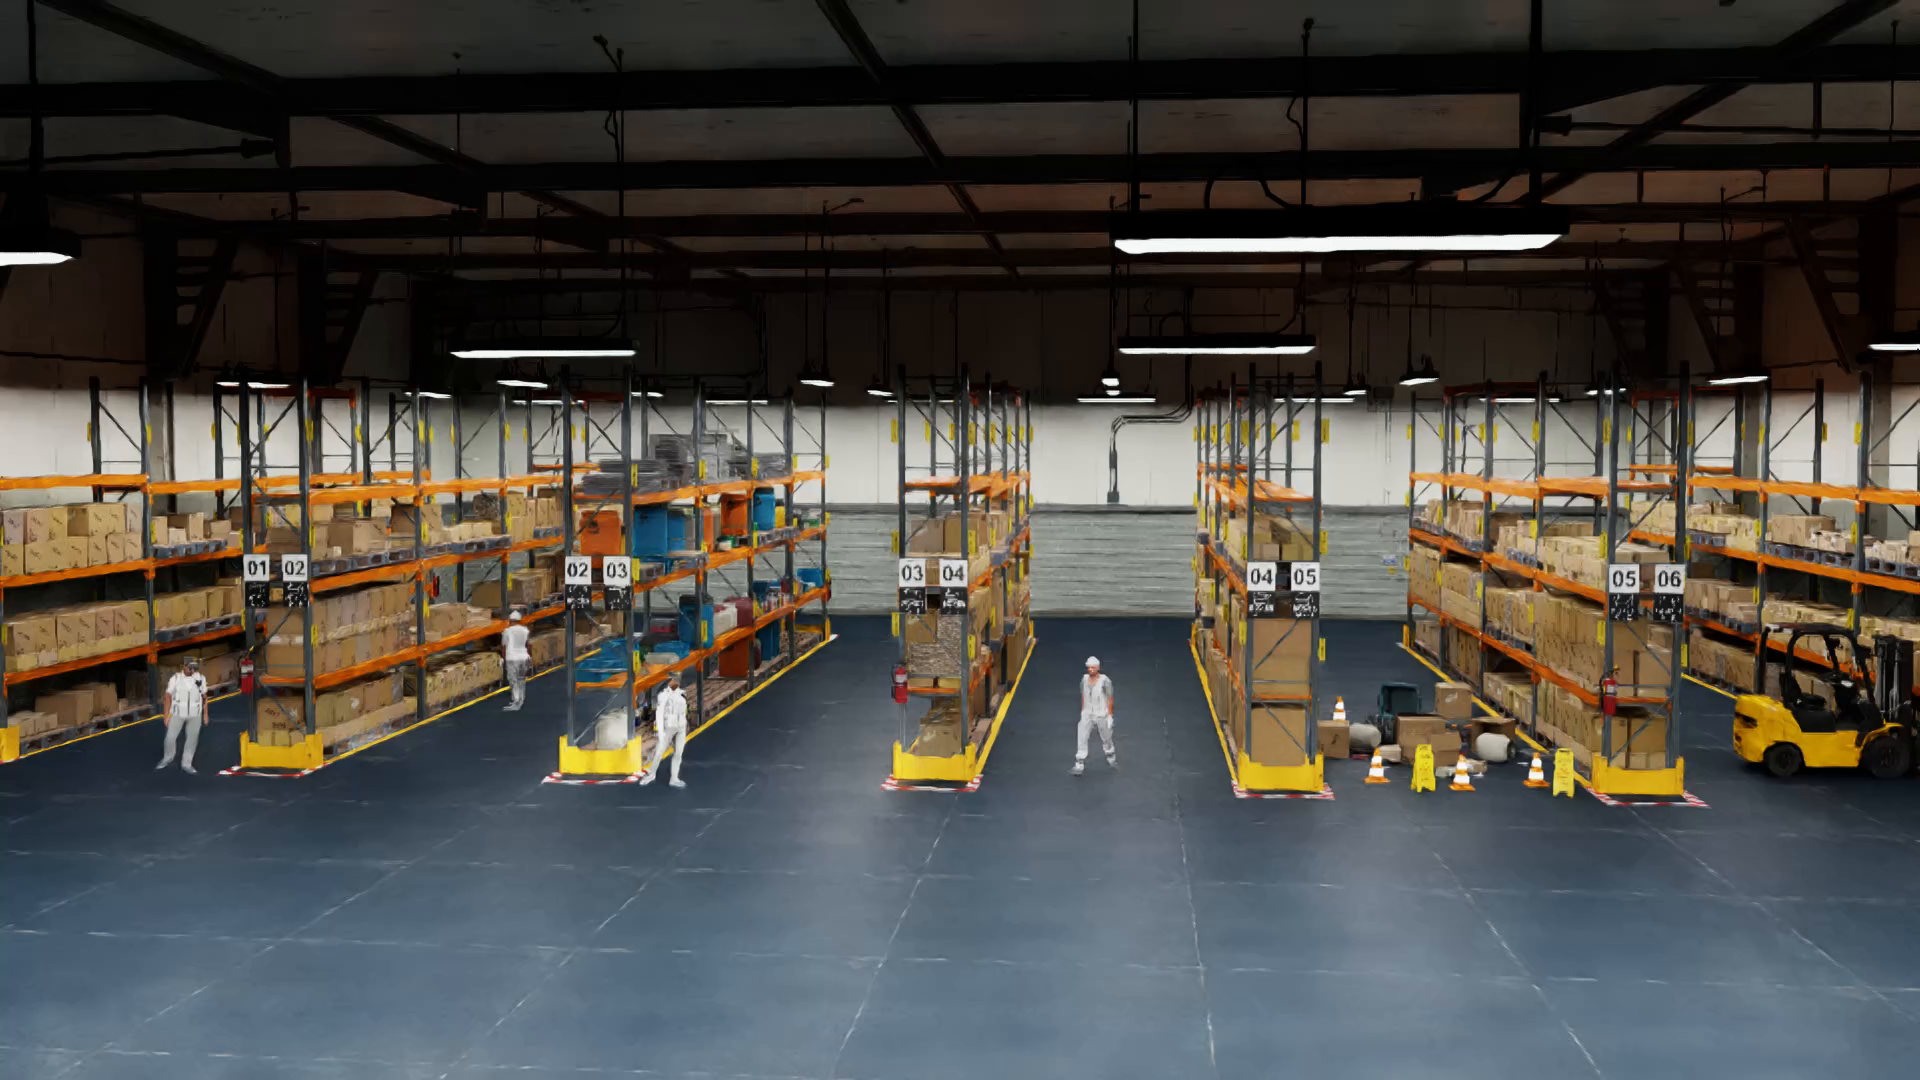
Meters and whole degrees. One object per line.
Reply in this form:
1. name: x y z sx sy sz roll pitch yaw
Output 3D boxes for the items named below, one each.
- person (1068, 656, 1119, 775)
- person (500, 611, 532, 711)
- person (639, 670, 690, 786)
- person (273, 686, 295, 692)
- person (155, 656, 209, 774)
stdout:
1. person: 1.989 2.573 24.479 0.590 1.747 0.984 2 4 28
2. person: -8.053 2.164 30.116 0.583 1.778 0.665 3 5 38
3. person: -4.194 2.665 23.557 0.660 1.665 0.489 -3 5 -37
4. person: -13.117 2.102 32.229 0.380 1.640 0.608 -1 4 -15
5. person: -11.480 2.571 24.517 0.725 1.728 0.555 -2 4 -32
